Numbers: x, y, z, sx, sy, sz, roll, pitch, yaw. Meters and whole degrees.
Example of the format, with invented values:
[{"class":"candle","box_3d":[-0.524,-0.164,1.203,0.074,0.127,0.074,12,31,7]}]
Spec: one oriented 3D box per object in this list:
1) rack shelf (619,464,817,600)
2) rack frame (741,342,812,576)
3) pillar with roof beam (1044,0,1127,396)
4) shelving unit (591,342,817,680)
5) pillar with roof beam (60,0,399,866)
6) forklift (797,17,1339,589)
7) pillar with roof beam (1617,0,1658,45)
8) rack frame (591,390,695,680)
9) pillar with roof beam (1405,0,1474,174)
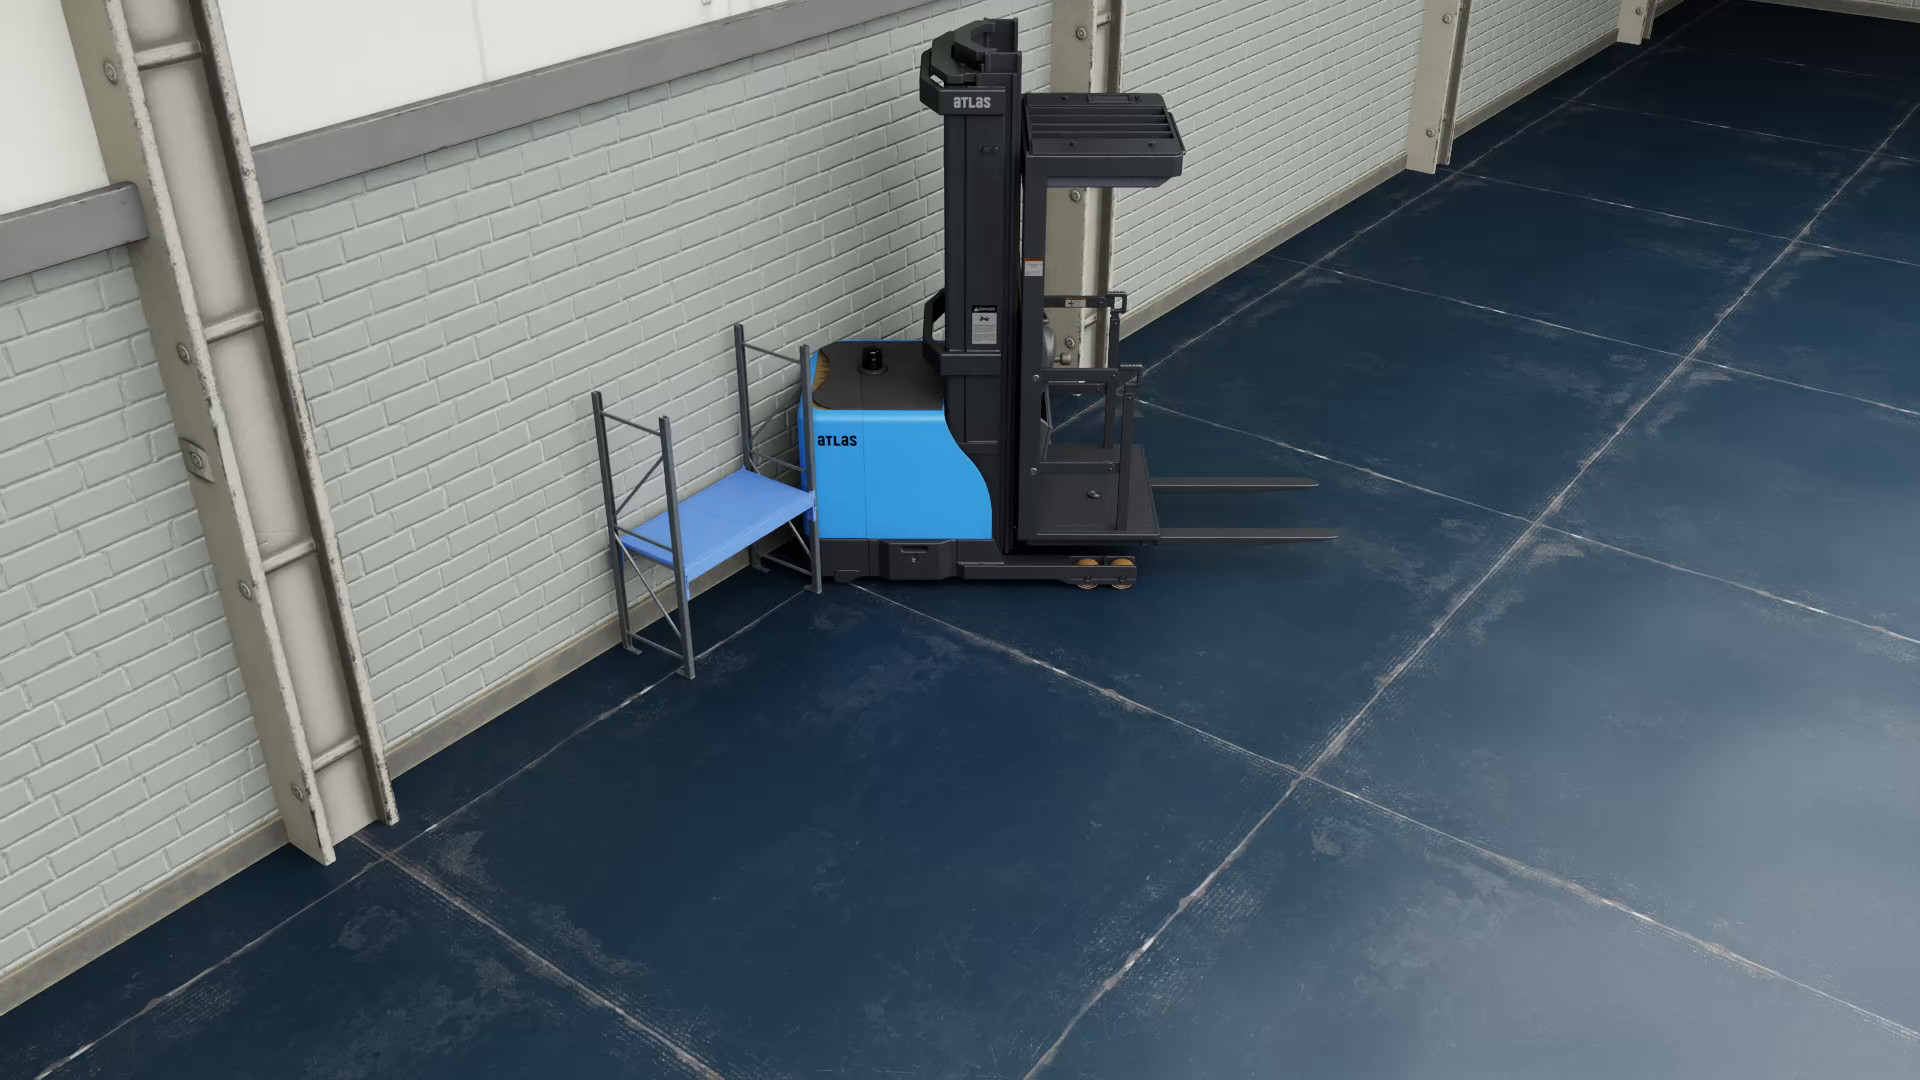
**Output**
[{"class":"rack shelf","box_3d":[-1.283,-0.058,8.786,0.538,0.185,1.000,20,36,30]},{"class":"rack frame","box_3d":[-0.986,-0.423,9.050,0.475,1.308,0.013,20,36,30]},{"class":"pillar with roof beam","box_3d":[4.240,-3.667,7.169,9.100,9.000,0.400,21,37,31]},{"class":"shelving unit","box_3d":[-1.286,-0.211,8.691,0.538,1.500,1.039,20,36,30]},{"class":"pillar with roof beam","box_3d":[0.619,-1.229,3.054,9.100,9.000,0.400,21,37,31]},{"class":"forklift","box_3d":[0.630,-1.260,9.058,3.031,2.935,1.130,0,31,0]},{"class":"pillar with roof beam","box_3d":[11.484,-8.545,15.399,9.100,9.000,0.400,21,37,31]},{"class":"rack frame","box_3d":[-1.582,-0.003,8.341,0.500,1.500,0.032,20,36,30]},{"class":"pillar with roof beam","box_3d":[7.862,-6.106,11.284,9.100,9.000,0.400,21,37,31]}]
